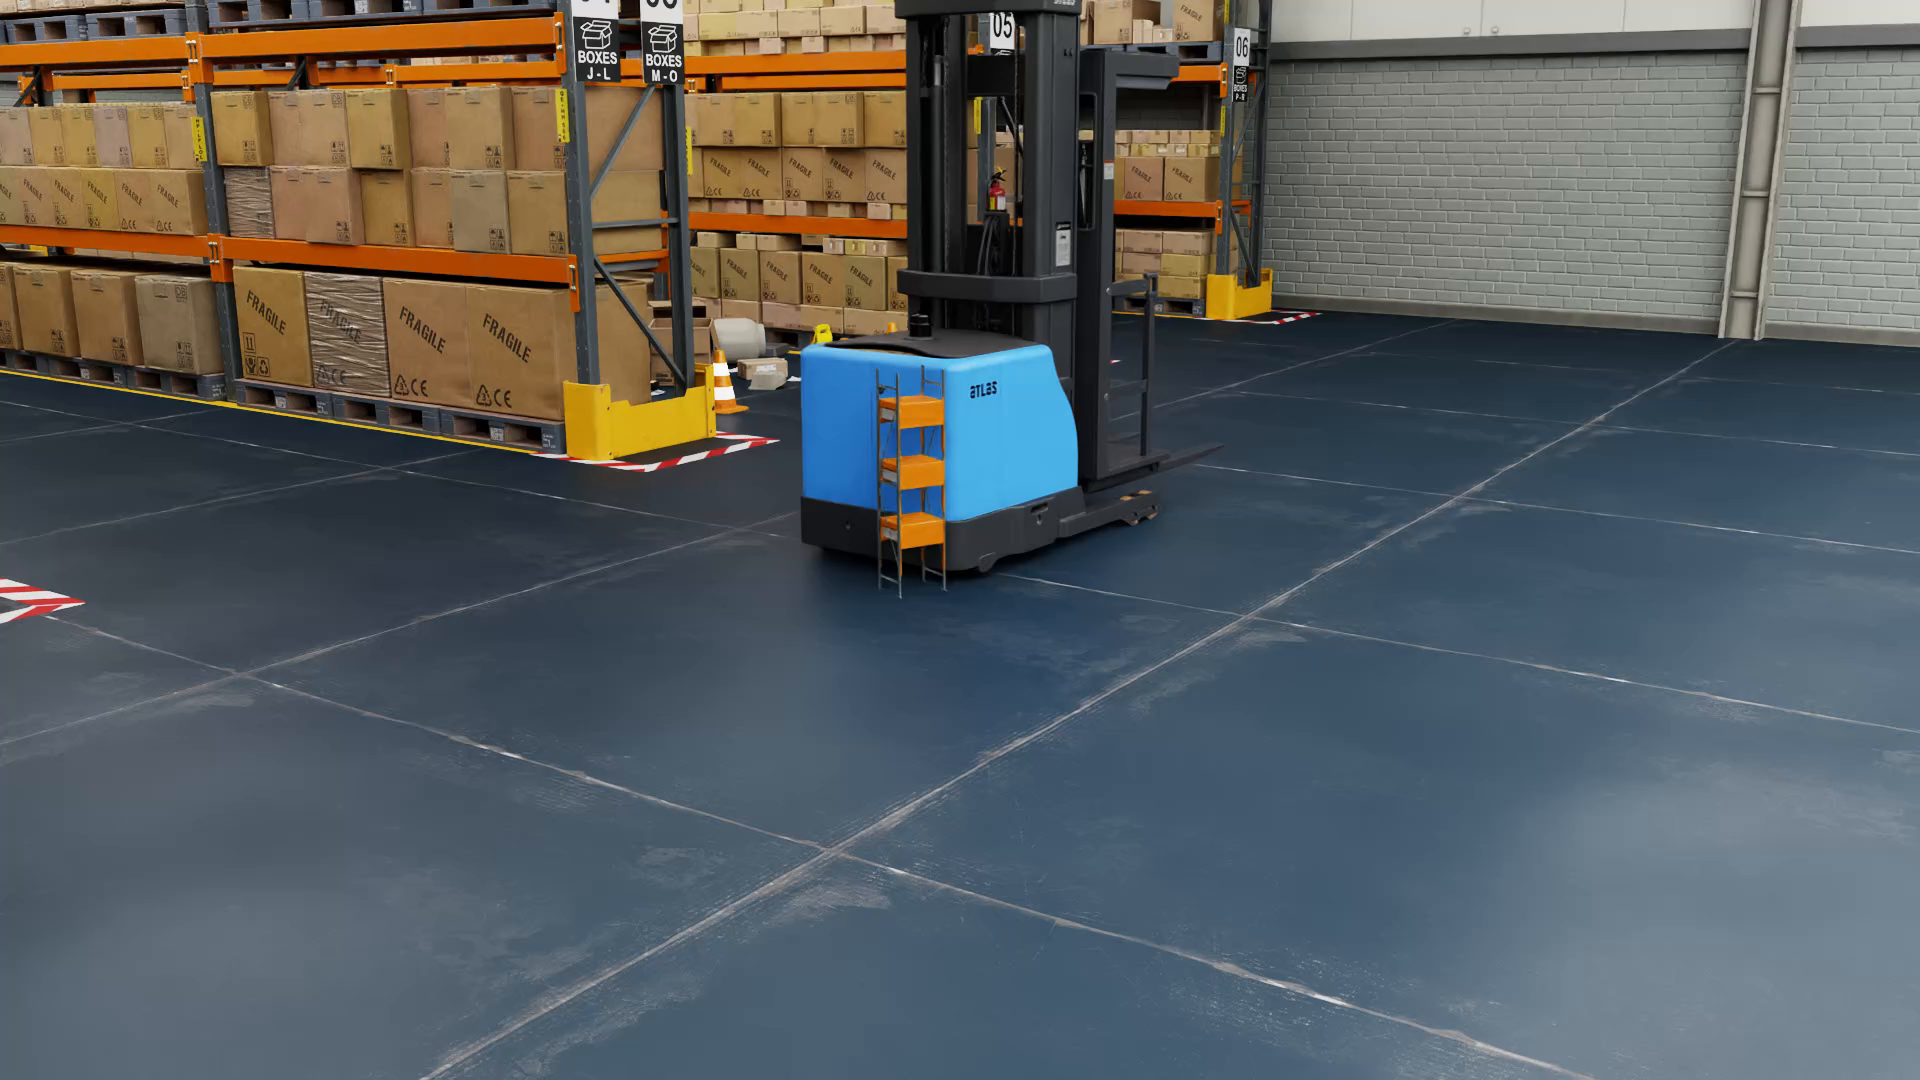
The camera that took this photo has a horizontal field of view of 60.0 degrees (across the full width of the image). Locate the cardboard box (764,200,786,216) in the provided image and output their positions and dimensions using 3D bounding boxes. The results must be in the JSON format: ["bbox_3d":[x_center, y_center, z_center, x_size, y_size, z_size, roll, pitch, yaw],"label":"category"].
[{"bbox_3d":[-1.698,-3.246,16.218,0.250,0.149,0.380,9,17,33],"label":"cardboard box"}]

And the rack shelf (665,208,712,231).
[{"bbox_3d":[-4.496,-3.567,18.487,4.000,0.370,1.077,9,17,33],"label":"rack shelf"}]

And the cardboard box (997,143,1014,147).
[{"bbox_3d":[0.659,-4.795,20.391,0.250,0.149,0.380,10,17,34],"label":"cardboard box"}]

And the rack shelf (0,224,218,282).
[{"bbox_3d":[-7.175,-2.566,14.445,4.000,0.370,1.077,9,17,33],"label":"rack shelf"}]

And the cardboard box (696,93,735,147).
[{"bbox_3d":[-2.181,-4.151,16.442,0.500,0.500,0.700,9,17,33],"label":"cardboard box"}]

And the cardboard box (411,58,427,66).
[{"bbox_3d":[-5.989,-5.442,18.846,0.250,0.149,0.380,9,17,33],"label":"cardboard box"}]

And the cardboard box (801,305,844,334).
[{"bbox_3d":[-1.201,-2.175,16.217,0.500,0.250,0.500,8,16,31],"label":"cardboard box"}]

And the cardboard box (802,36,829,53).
[{"bbox_3d":[-1.269,-4.635,15.584,0.250,0.149,0.380,9,16,32],"label":"cardboard box"}]

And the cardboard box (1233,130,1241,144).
[{"bbox_3d":[3.090,-4.697,19.378,0.250,0.149,0.380,9,16,32],"label":"cardboard box"}]

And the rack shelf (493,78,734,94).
[{"bbox_3d":[-5.048,-6.550,24.294,4.000,0.370,1.077,9,17,33],"label":"rack shelf"}]

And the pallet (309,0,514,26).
[{"bbox_3d":[-3.834,-3.785,11.812,1.213,0.211,1.003,9,17,33],"label":"pallet"}]

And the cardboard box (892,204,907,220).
[{"bbox_3d":[-0.420,-3.048,15.415,0.250,0.149,0.380,9,16,32],"label":"cardboard box"}]

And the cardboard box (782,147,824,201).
[{"bbox_3d":[-1.358,-3.530,16.013,0.500,0.500,0.500,9,17,33],"label":"cardboard box"}]

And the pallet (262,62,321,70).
[{"bbox_3d":[-7.649,-5.774,20.056,1.213,0.211,1.003,10,17,35],"label":"pallet"}]

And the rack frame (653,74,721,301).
[{"bbox_3d":[-2.836,-3.648,17.317,0.127,3.000,1.000,9,17,33],"label":"rack frame"}]

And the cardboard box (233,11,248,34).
[{"bbox_3d":[-8.905,-6.253,20.517,0.500,0.500,0.500,9,16,32],"label":"cardboard box"}]

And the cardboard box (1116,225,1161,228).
[{"bbox_3d":[2.131,-3.694,20.270,0.500,0.250,0.500,9,17,32],"label":"cardboard box"}]

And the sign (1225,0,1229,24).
[{"bbox_3d":[2.935,-5.843,18.263,0.005,0.325,0.100,9,17,33],"label":"sign"}]

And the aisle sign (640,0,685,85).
[{"bbox_3d":[-1.970,-3.423,10.999,0.004,0.787,0.394,9,17,33],"label":"aisle sign"}]

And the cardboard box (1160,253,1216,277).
[{"bbox_3d":[2.671,-3.216,19.382,0.500,0.250,0.500,9,16,32],"label":"cardboard box"}]

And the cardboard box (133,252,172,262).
[{"bbox_3d":[-10.679,-3.906,22.820,0.875,0.438,0.875,9,16,31],"label":"cardboard box"}]

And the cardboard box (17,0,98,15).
[{"bbox_3d":[-7.515,-4.572,13.911,0.500,0.311,0.500,9,16,32],"label":"cardboard box"}]

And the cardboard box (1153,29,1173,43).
[{"bbox_3d":[2.393,-5.739,18.962,0.250,0.149,0.380,9,16,31],"label":"cardboard box"}]

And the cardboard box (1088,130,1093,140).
[{"bbox_3d":[1.720,-4.767,19.659,0.250,0.149,0.380,10,17,34],"label":"cardboard box"}]

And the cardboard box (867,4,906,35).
[{"bbox_3d":[-0.502,-4.724,15.116,0.500,0.250,0.500,9,16,32],"label":"cardboard box"}]

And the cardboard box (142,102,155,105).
[{"bbox_3d":[-10.488,-5.670,21.847,0.250,0.149,0.380,9,17,32],"label":"cardboard box"}]

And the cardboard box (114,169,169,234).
[{"bbox_3d":[-6.517,-2.780,13.604,0.500,0.500,0.500,9,17,32],"label":"cardboard box"}]

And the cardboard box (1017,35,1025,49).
[{"bbox_3d":[0.389,-4.555,15.261,0.250,0.149,0.380,9,17,33],"label":"cardboard box"}]

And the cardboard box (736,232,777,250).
[{"bbox_3d":[-2.000,-2.966,16.499,0.250,0.149,0.380,10,17,35],"label":"cardboard box"}]

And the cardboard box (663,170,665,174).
[{"bbox_3d":[-3.348,-4.061,17.284,0.500,0.500,0.500,9,16,32],"label":"cardboard box"}]

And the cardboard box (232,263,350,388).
[{"bbox_3d":[-5.032,-1.722,13.083,0.875,0.875,0.875,9,17,34],"label":"cardboard box"}]

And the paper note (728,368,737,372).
[{"bbox_3d":[-2.034,-1.538,14.998,0.148,0.019,0.142,-10,17,-35],"label":"paper note"}]

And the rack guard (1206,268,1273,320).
[{"bbox_3d":[3.270,-2.885,19.437,0.348,0.500,1.175,9,17,33],"label":"rack guard"}]

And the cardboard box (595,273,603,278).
[{"bbox_3d":[-3.805,-2.443,16.076,0.500,0.500,0.500,9,17,33],"label":"cardboard box"}]

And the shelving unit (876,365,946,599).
[{"bbox_3d":[-0.228,-0.272,7.738,0.252,1.050,0.215,-9,16,-32],"label":"shelving unit"}]

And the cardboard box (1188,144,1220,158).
[{"bbox_3d":[2.806,-4.456,19.022,0.250,0.149,0.380,9,17,34],"label":"cardboard box"}]

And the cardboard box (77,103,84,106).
[{"bbox_3d":[-11.769,-5.868,22.647,0.250,0.149,0.380,9,17,33],"label":"cardboard box"}]

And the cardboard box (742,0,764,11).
[{"bbox_3d":[-1.874,-5.132,15.932,0.250,0.149,0.380,9,16,31],"label":"cardboard box"}]

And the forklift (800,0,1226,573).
[{"bbox_3d":[0.475,-1.562,9.033,1.130,2.935,3.031,10,17,36],"label":"forklift"}]

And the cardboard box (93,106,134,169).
[{"bbox_3d":[-6.778,-3.383,13.958,0.500,0.500,0.700,9,17,33],"label":"cardboard box"}]

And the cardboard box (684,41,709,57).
[{"bbox_3d":[-2.530,-4.845,16.431,0.250,0.149,0.380,9,17,33],"label":"cardboard box"}]

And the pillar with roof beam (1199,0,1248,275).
[{"bbox_3d":[0.772,-6.428,16.065,0.400,9.000,9.100,9,17,33],"label":"pillar with roof beam"}]

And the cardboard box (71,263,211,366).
[{"bbox_3d":[-6.879,-1.955,14.285,0.750,0.750,1.050,9,17,33],"label":"cardboard box"}]

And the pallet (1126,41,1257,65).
[{"bbox_3d":[2.678,-5.615,19.204,1.213,0.211,1.003,9,17,33],"label":"pallet"}]

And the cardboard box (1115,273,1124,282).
[{"bbox_3d":[1.866,-3.108,19.985,0.500,0.250,0.500,9,17,33],"label":"cardboard box"}]

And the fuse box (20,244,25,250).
[{"bbox_3d":[-16.192,-5.783,28.622,0.414,1.711,0.539,9,17,33],"label":"fuse box"}]

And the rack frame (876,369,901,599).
[{"bbox_3d":[-0.330,-0.256,7.674,0.008,1.050,0.200,-9,16,-32],"label":"rack frame"}]

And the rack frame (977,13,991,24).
[{"bbox_3d":[0.483,-6.024,14.429,0.127,3.000,1.000,9,17,33],"label":"rack frame"}]

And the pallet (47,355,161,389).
[{"bbox_3d":[-7.214,-1.546,14.628,1.213,0.211,1.003,9,17,33],"label":"pallet"}]

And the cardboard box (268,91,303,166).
[{"bbox_3d":[-4.707,-3.137,12.696,0.550,0.550,0.875,9,17,33],"label":"cardboard box"}]

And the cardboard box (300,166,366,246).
[{"bbox_3d":[-4.351,-2.508,12.400,0.550,0.550,0.875,9,17,33],"label":"cardboard box"}]

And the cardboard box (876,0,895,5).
[{"bbox_3d":[-0.559,-4.936,15.142,0.250,0.149,0.380,9,17,33],"label":"cardboard box"}]

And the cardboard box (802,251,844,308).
[{"bbox_3d":[-1.177,-2.538,16.123,0.500,0.500,0.500,9,16,32],"label":"cardboard box"}]
